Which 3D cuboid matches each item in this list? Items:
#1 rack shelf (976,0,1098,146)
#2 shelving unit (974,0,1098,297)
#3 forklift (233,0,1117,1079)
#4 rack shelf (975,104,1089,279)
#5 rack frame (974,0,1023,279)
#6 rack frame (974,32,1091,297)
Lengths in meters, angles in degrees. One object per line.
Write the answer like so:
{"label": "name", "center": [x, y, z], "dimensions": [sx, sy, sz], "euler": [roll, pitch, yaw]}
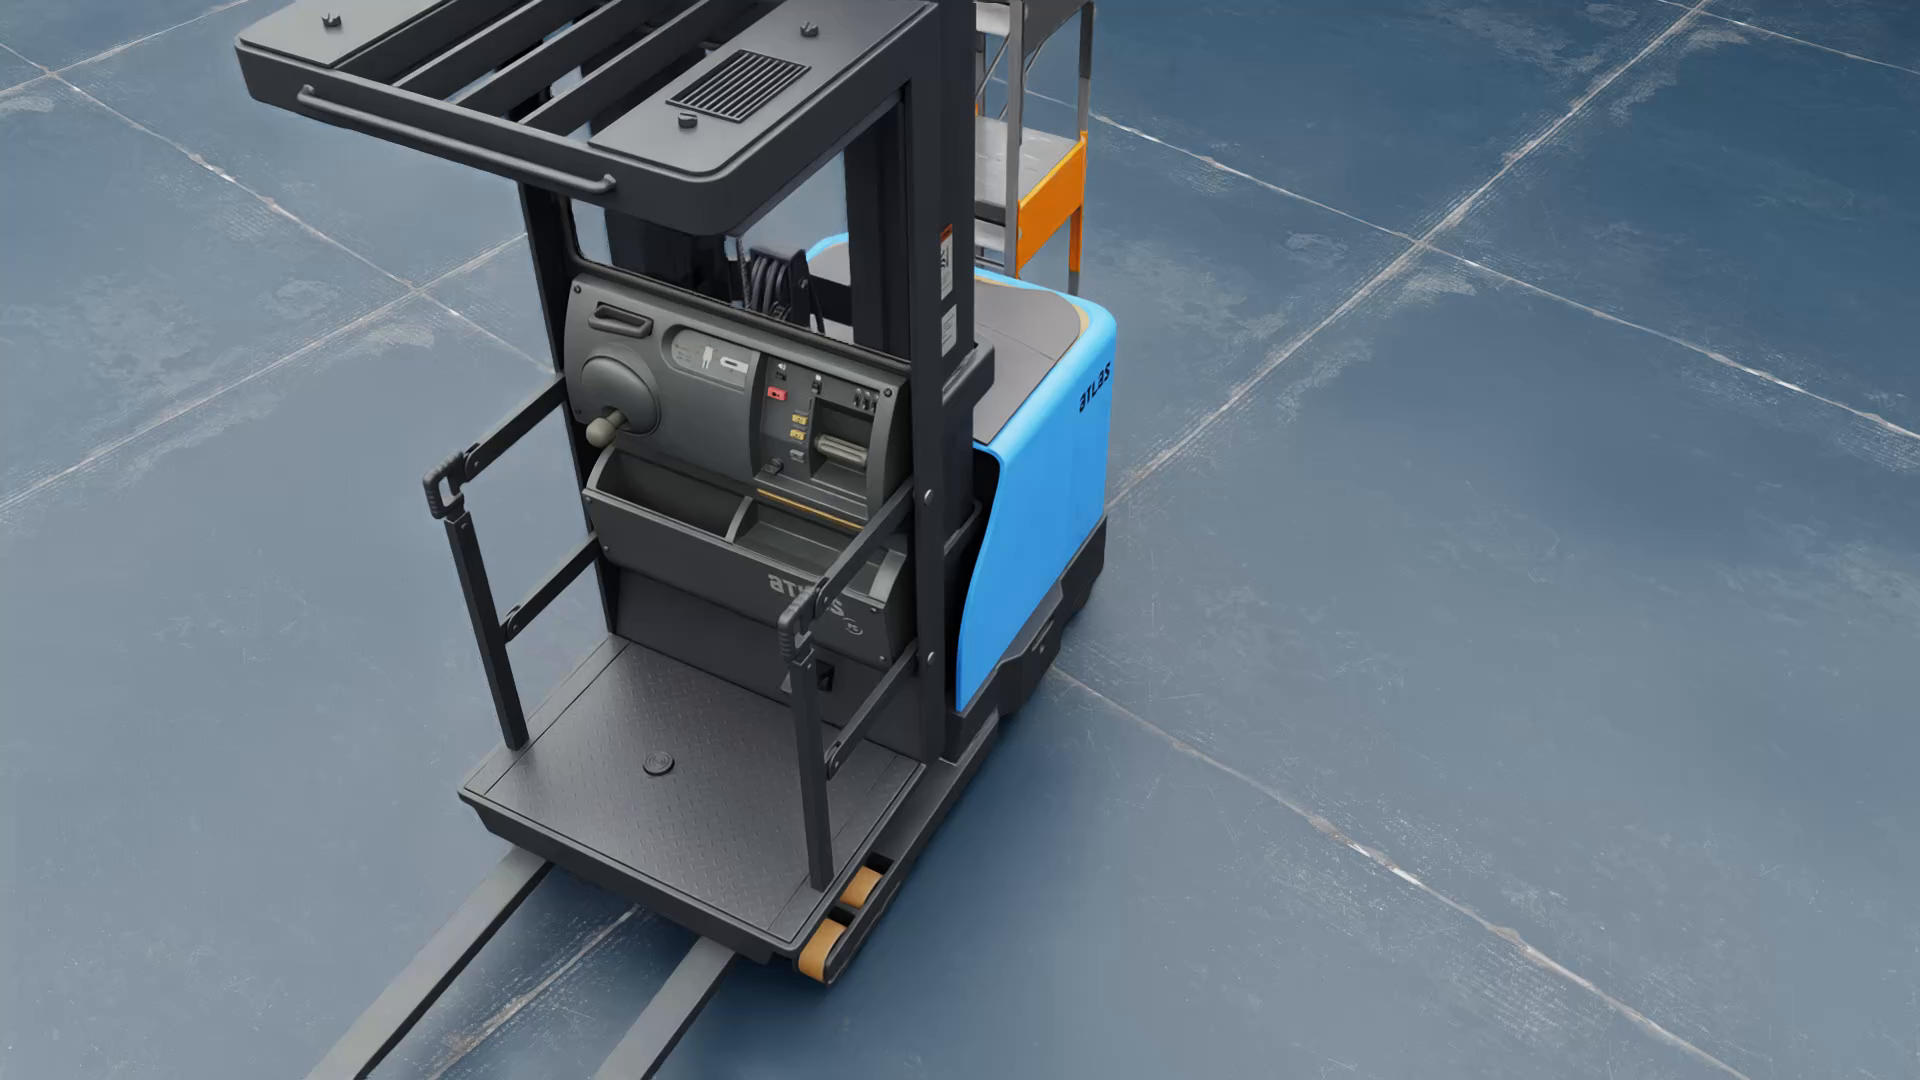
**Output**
{"label": "rack shelf", "center": [0.109, -1.538, 4.860], "dimensions": [0.431, 0.518, 0.480], "euler": [20, 46, 21]}
{"label": "shelving unit", "center": [0.109, -1.030, 5.322], "dimensions": [0.431, 2.100, 0.503], "euler": [20, 46, 21]}
{"label": "forklift", "center": [-0.662, -0.257, 3.854], "dimensions": [1.130, 2.935, 3.031], "euler": [20, 46, 21]}
{"label": "rack shelf", "center": [0.109, -1.020, 5.331], "dimensions": [0.431, 0.518, 0.480], "euler": [20, 46, 21]}
{"label": "rack frame", "center": [-0.007, -0.885, 5.163], "dimensions": [0.400, 2.100, 0.015], "euler": [20, 46, 21]}
{"label": "rack frame", "center": [0.224, -1.174, 5.481], "dimensions": [0.400, 2.100, 0.015], "euler": [20, 46, 21]}
